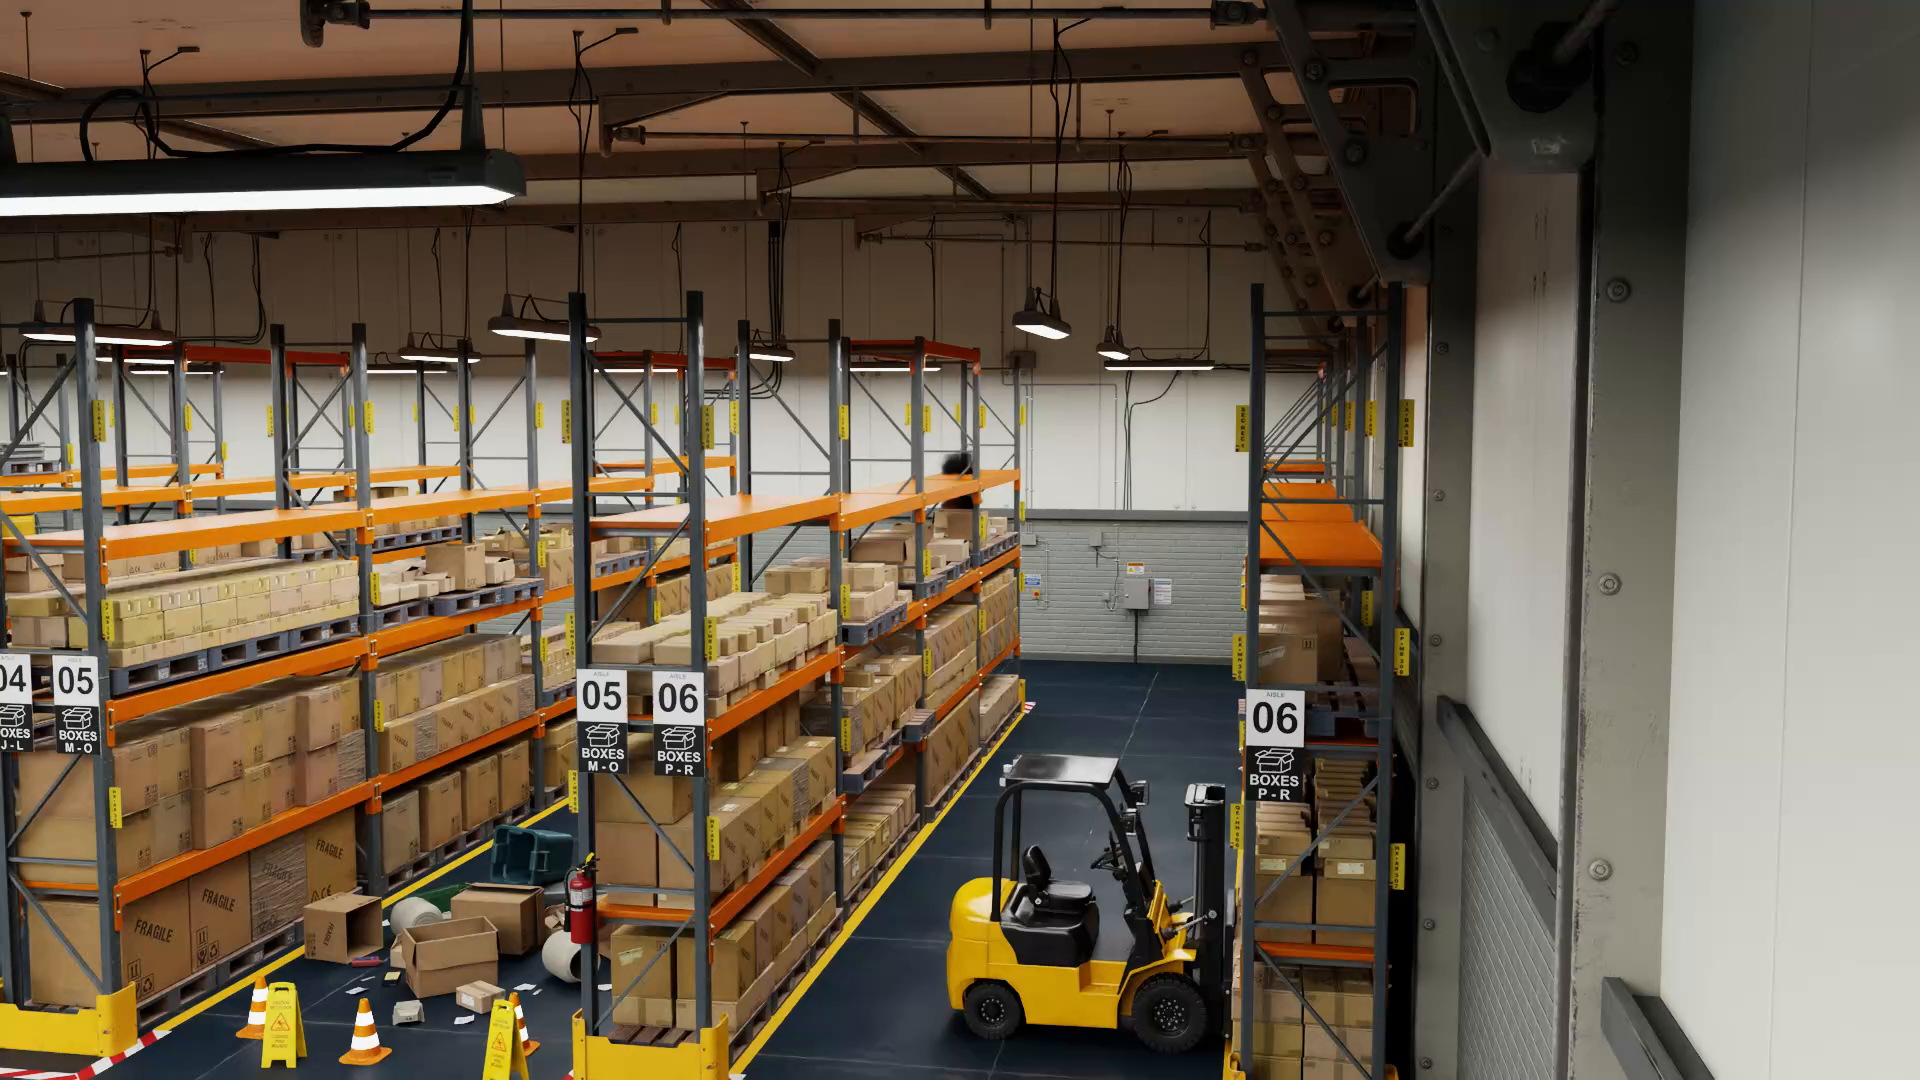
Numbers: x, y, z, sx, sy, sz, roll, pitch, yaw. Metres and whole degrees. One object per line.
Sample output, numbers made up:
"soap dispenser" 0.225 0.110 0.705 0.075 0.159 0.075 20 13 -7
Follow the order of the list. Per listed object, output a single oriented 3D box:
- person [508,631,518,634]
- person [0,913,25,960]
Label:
"person" -6.789 2.261 25.269 0.656 1.772 1.146 1 5 16
"person" -8.661 3.114 14.981 0.699 1.745 0.786 0 5 0
